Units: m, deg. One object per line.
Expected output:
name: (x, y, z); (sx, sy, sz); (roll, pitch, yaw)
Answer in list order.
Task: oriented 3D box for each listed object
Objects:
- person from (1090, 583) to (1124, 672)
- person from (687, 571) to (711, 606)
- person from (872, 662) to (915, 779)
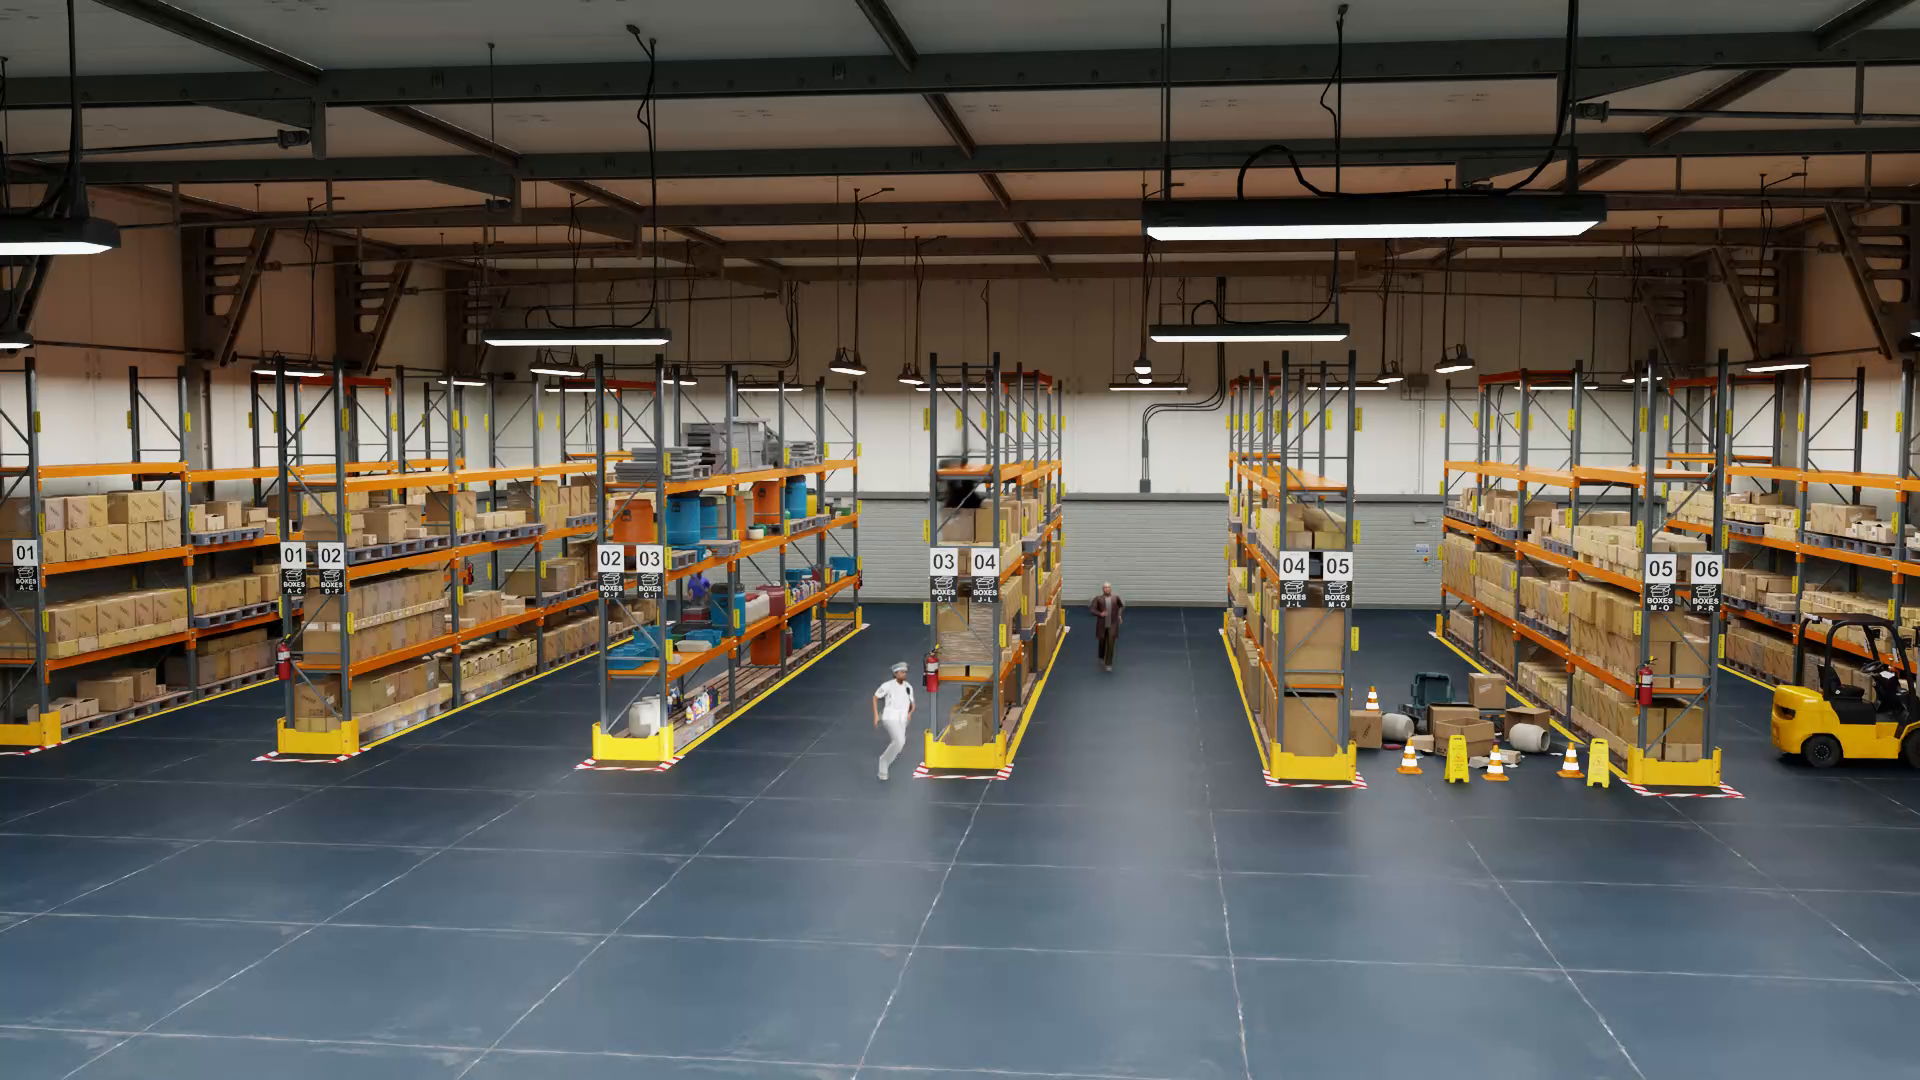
person: (2.962, 1.737, 33.540); (0.704, 1.764, 0.957); (0, 4, 1)
person: (-6.142, 1.430, 39.129); (0.559, 1.607, 0.548); (0, 4, -7)
person: (-0.865, 2.532, 23.292); (0.589, 1.628, 0.565); (-3, 5, -34)
